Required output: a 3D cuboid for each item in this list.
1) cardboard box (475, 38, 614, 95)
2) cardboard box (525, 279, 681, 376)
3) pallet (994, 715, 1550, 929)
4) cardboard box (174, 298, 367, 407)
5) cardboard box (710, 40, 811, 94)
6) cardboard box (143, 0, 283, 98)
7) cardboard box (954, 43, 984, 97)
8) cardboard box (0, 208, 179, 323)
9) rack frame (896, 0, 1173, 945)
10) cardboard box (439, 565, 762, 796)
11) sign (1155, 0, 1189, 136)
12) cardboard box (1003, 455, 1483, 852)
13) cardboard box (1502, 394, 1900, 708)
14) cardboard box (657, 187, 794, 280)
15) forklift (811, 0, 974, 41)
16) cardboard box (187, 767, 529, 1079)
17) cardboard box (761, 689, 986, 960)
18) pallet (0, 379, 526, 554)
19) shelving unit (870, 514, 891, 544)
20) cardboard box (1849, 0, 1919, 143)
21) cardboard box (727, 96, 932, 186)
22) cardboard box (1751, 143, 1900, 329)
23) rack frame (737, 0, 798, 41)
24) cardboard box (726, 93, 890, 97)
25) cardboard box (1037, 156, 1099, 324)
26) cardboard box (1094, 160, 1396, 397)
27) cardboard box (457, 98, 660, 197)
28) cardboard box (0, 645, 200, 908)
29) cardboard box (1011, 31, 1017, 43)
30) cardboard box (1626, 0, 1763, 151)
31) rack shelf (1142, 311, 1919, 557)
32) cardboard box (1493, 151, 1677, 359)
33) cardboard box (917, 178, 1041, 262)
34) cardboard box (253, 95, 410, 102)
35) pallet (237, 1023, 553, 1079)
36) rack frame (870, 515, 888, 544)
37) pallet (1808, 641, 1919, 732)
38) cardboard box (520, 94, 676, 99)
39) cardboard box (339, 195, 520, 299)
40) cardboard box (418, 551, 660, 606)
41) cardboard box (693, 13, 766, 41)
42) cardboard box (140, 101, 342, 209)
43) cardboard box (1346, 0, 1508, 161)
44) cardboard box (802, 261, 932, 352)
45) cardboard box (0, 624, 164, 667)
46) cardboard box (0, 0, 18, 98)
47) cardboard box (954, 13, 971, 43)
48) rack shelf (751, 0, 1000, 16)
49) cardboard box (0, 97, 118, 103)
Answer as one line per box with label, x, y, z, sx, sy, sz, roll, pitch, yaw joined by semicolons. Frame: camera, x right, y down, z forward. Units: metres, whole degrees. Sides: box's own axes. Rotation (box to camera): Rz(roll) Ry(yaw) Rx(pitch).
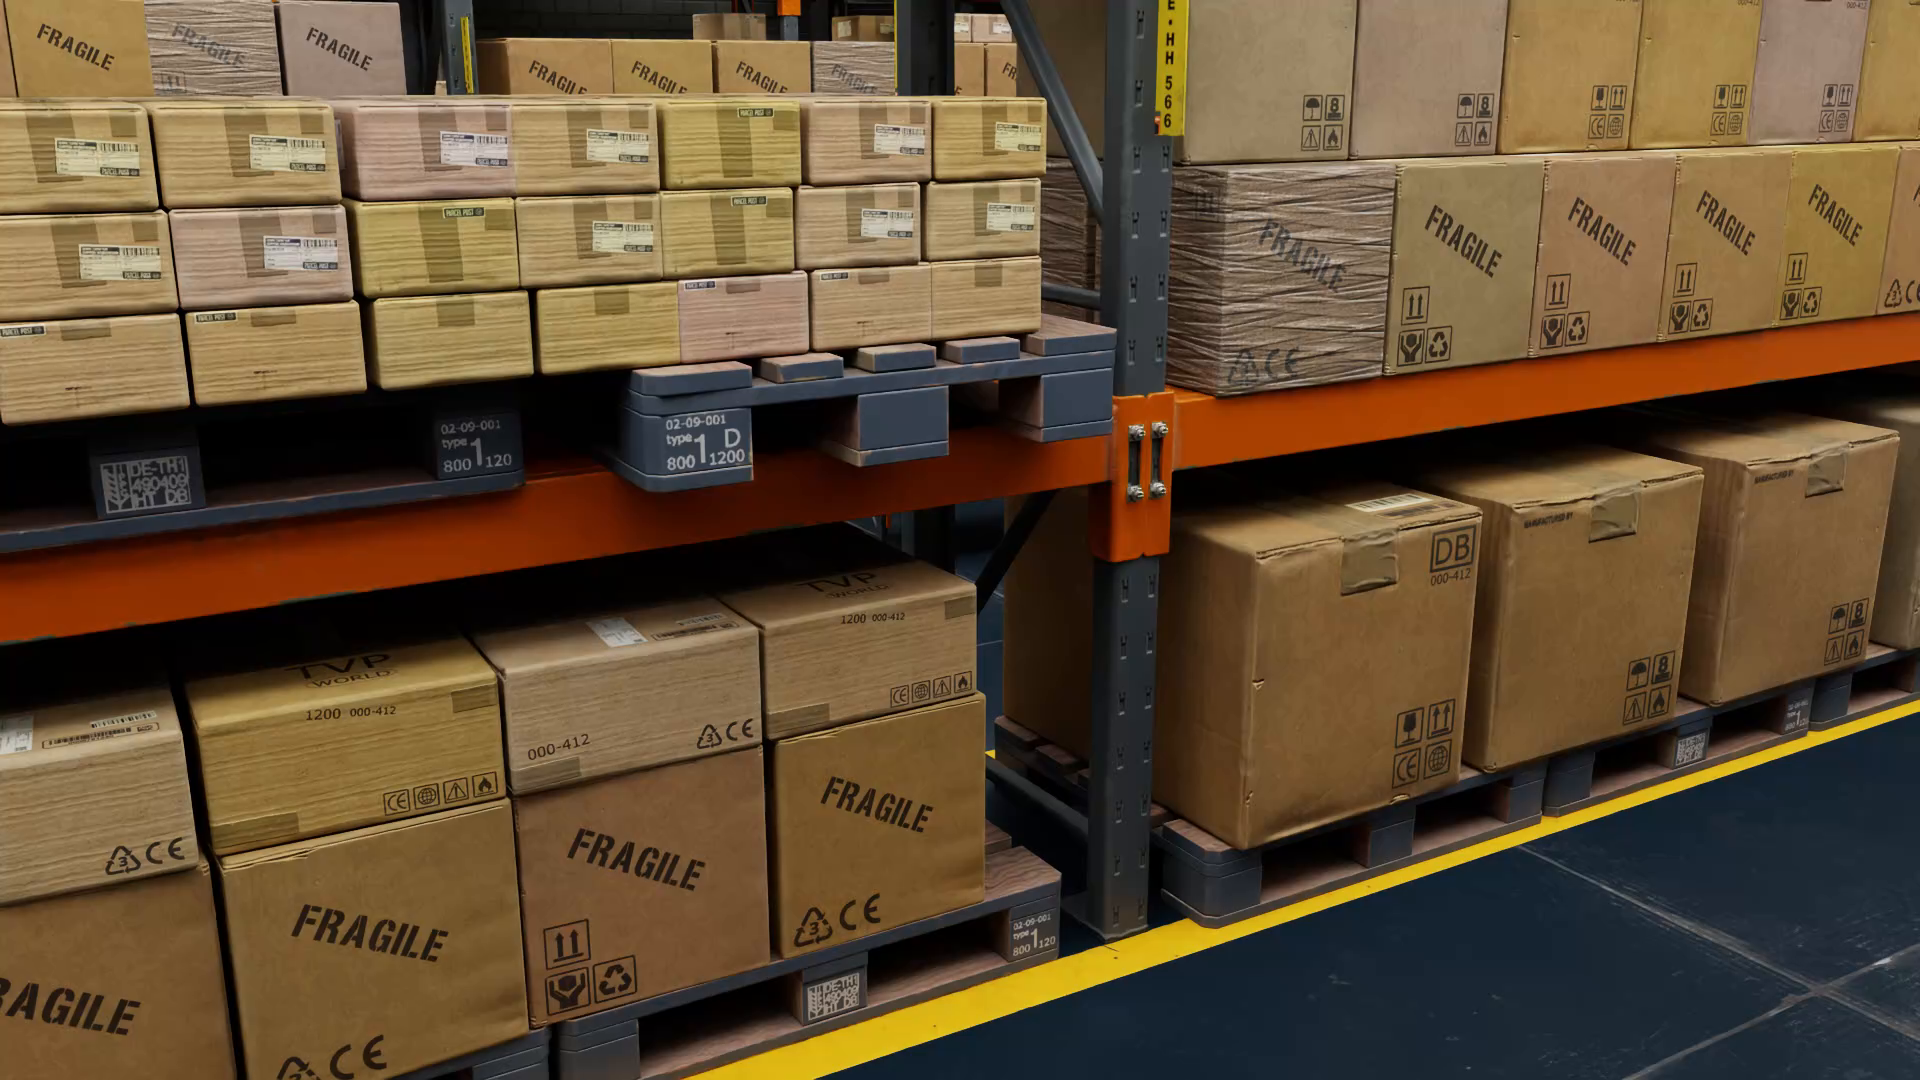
cardboard box;-1.986;-2.137;7.961;0.500;0.500;0.500;-10;18;-31
cardboard box;-0.690;-0.406;2.987;0.250;0.149;0.380;-9;18;-30
pallet;0.860;0.647;4.709;1.213;0.211;1.003;-9;18;-30
cardboard box;-1.143;-0.332;2.726;0.250;0.149;0.380;-9;18;-28
cardboard box;-1.091;-2.286;8.495;0.500;0.500;0.500;-9;18;-29
cardboard box;-3.235;-2.058;7.158;0.500;0.500;0.500;-9;18;-29
cardboard box;-0.209;-2.427;8.997;0.500;0.500;0.500;-9;18;-28
cardboard box;-1.369;-0.438;2.551;0.250;0.149;0.380;-10;18;-31
rack frame;0.145;-0.603;4.004;0.127;3.000;1.000;-9;18;-30
cardboard box;-0.733;0.266;3.369;0.500;0.250;0.500;-9;18;-29
sign;0.433;-0.998;3.415;0.005;0.325;0.100;-9;18;-30
cardboard box;0.714;0.214;4.479;0.750;0.750;1.050;-9;18;-30
cardboard box;2.260;-0.038;5.377;0.750;0.750;1.050;-9;18;-30
cardboard box;-0.496;-0.579;3.054;0.250;0.149;0.380;-9;18;-28
forklift;-0.492;-2.929;12.429;1.130;2.935;3.031;2;16;8
cardboard box;-1.176;0.699;3.213;0.500;0.500;0.500;-10;19;-32
cardboard box;-0.284;0.550;3.743;0.500;0.500;0.500;-9;18;-30
pallet;-1.530;-0.226;3.015;1.213;0.211;1.003;-9;18;-30
shelving unit;-0.006;-0.541;7.255;1.048;1.125;0.538;-9;18;-30
cardboard box;2.712;-1.546;5.331;0.500;0.500;0.700;-10;18;-31
cardboard box;-0.255;-0.762;3.157;0.250;0.149;0.380;-9;18;-30
cardboard box;2.398;-0.932;4.994;0.500;0.500;0.500;-9;18;-29
rack frame;-1.621;-3.438;14.118;0.127;3.000;1.000;-9;18;-30
cardboard box;-0.354;-0.951;3.830;0.250;0.149;0.380;-9;18;-30
cardboard box;0.393;-0.776;4.436;0.500;0.500;0.500;-9;18;-30
cardboard box;0.669;-0.651;3.990;0.500;0.500;0.500;-9;18;-29
cardboard box;-0.707;-0.688;2.892;0.250;0.149;0.380;-9;18;-28
cardboard box;-1.619;0.407;2.864;0.500;0.250;0.500;-8;18;-28
cardboard box;0.353;-3.013;9.884;0.250;0.149;0.380;-9;18;-30
cardboard box;1.845;-1.406;4.832;0.500;0.500;0.700;-9;18;-30
rack shelf;1.860;-0.535;5.093;4.000;0.370;1.077;-9;18;-30
cardboard box;1.536;-0.793;4.495;0.500;0.500;0.500;-9;18;-30
cardboard box;-0.044;-0.654;3.320;0.250;0.149;0.380;-9;18;-29
cardboard box;-1.250;-0.806;3.312;0.250;0.149;0.380;-8;18;-27
pallet;-1.570;1.016;3.393;1.213;0.211;1.003;-9;18;-30
rack frame;-0.442;-0.470;7.003;0.032;1.125;0.500;-9;18;-30
pallet;2.952;0.308;5.919;1.213;0.211;1.003;-9;18;-30
cardboard box;-0.792;-0.880;3.578;0.250;0.149;0.380;-9;18;-30
cardboard box;-0.925;-0.510;2.809;0.250;0.149;0.380;-9;18;-30
cardboard box;-1.005;0.148;3.790;0.500;0.250;0.500;-9;18;-30
cardboard box;-1.233;-2.733;8.886;0.250;0.149;0.380;-10;19;-32
cardboard box;-1.148;-0.617;2.640;0.250;0.149;0.380;-8;18;-27
cardboard box;0.968;-1.263;4.322;0.500;0.500;0.700;-10;18;-31
cardboard box;-0.254;-0.475;3.236;0.250;0.149;0.380;-9;18;-30
cardboard box;-1.882;0.286;3.296;0.500;0.250;0.500;-10;19;-32
cardboard box;-4.101;-1.922;6.672;0.500;0.500;0.500;-10;18;-31
cardboard box;-0.148;-2.738;8.902;0.250;0.149;0.380;-10;19;-32
rack shelf;0.093;-4.814;14.802;4.000;0.370;1.077;-9;18;-30
cardboard box;-1.692;-0.735;3.058;0.250;0.149;0.380;-10;18;-30
